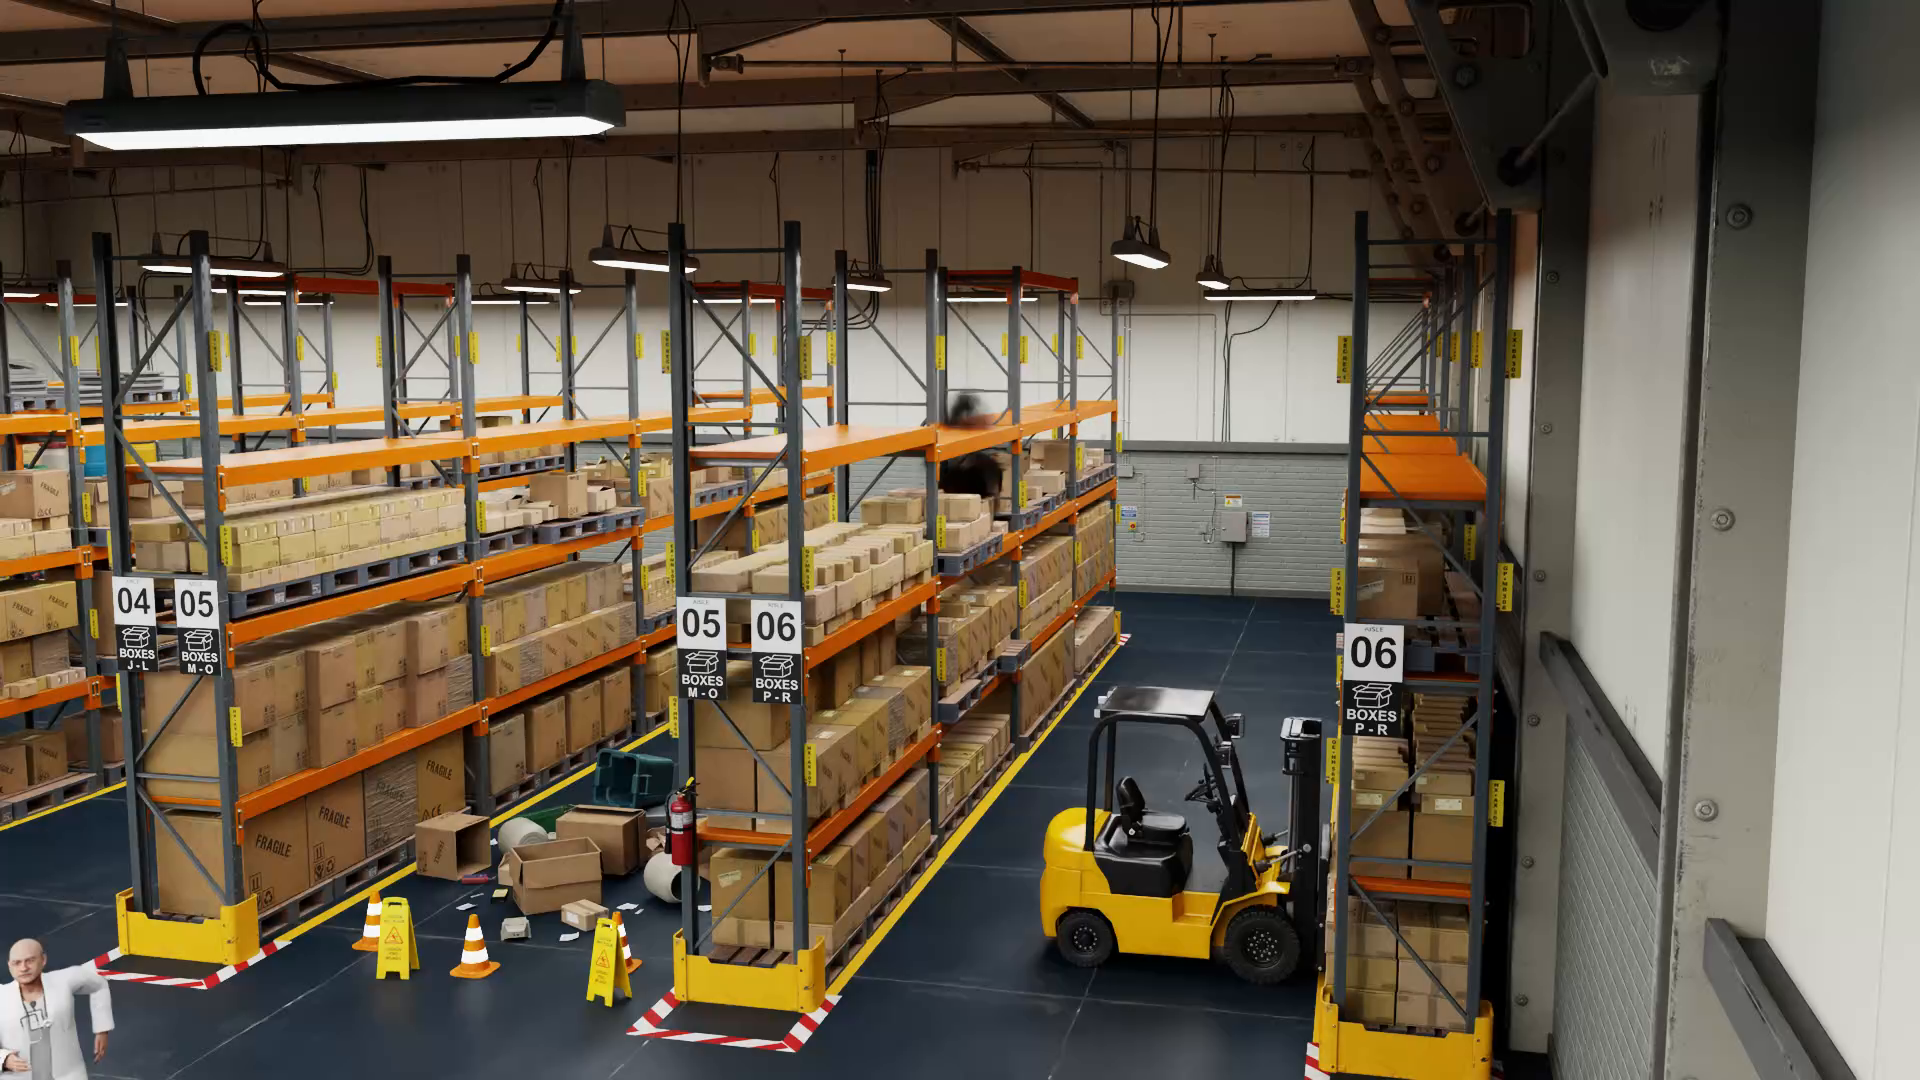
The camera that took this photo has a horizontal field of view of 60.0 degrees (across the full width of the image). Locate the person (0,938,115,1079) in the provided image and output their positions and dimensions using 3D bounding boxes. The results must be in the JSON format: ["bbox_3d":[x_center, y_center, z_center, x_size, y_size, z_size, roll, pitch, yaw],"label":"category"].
[{"bbox_3d":[-5.240,3.142,9.533,0.728,1.792,0.965,-3,8,-27],"label":"person"}]
